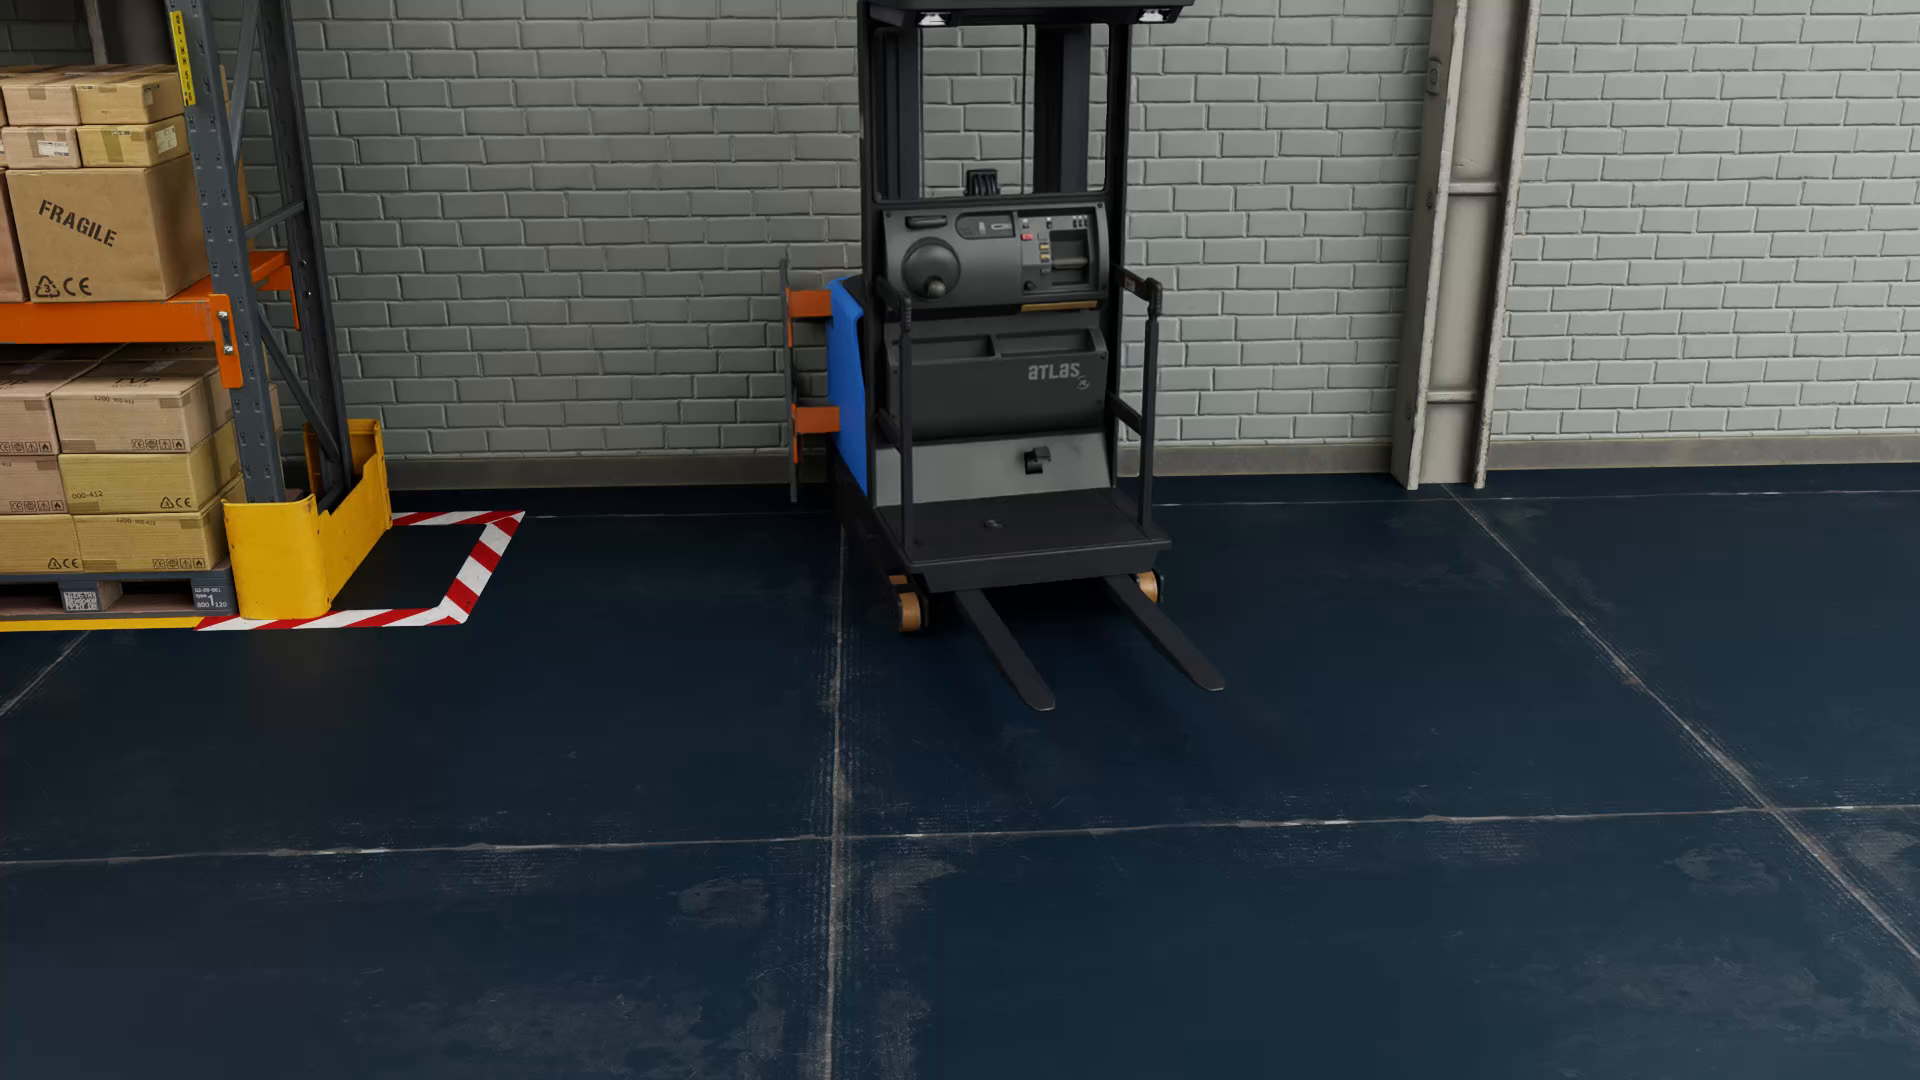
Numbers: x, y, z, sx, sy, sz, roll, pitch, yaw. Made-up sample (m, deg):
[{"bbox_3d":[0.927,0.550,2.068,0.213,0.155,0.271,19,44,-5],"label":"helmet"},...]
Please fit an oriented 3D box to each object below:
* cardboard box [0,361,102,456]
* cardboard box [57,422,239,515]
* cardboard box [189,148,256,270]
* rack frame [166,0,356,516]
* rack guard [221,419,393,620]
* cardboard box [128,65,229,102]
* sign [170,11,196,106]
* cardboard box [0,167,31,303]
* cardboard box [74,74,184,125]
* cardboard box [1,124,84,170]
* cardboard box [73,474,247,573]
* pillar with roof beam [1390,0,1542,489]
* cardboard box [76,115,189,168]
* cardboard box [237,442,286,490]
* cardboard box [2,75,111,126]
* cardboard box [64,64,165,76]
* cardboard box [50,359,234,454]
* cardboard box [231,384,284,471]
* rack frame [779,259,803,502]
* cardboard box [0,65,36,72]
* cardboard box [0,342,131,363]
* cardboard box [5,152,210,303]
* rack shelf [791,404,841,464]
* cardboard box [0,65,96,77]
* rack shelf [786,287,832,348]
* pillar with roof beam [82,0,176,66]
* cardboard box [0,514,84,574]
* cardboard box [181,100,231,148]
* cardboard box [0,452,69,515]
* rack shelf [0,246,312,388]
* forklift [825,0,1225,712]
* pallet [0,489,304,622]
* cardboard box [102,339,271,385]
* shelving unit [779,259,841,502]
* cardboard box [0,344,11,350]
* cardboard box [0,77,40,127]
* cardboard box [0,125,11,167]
[{"bbox_3d":[-3.781,-0.530,6.667,0.500,0.250,0.500,-1,21,-2],"label":"cardboard box"},{"bbox_3d":[-3.298,-0.308,6.787,0.500,0.250,0.500,-1,21,-4],"label":"cardboard box"},{"bbox_3d":[-3.340,-1.420,6.994,0.500,0.500,0.500,0,21,-1],"label":"cardboard box"},{"bbox_3d":[-2.830,-1.284,6.779,0.127,3.000,1.000,-1,21,-3],"label":"rack frame"},{"bbox_3d":[-2.806,-0.117,7.225,0.348,0.500,1.175,-1,21,-3],"label":"rack guard"},{"bbox_3d":[-3.178,-1.842,6.774,0.250,0.149,0.380,-2,21,-4],"label":"cardboard box"},{"bbox_3d":[-2.813,-1.743,6.024,0.005,0.325,0.100,-1,21,-3],"label":"sign"},{"bbox_3d":[-3.825,-1.221,6.471,0.500,0.500,0.500,-1,21,-1],"label":"cardboard box"},{"bbox_3d":[-3.176,-1.691,6.377,0.250,0.149,0.380,-1,21,-3],"label":"cardboard box"},{"bbox_3d":[-3.414,-1.512,6.324,0.250,0.149,0.380,-1,21,-2],"label":"cardboard box"},{"bbox_3d":[-3.281,-0.074,6.873,0.500,0.250,0.500,-1,21,-3],"label":"cardboard box"},{"bbox_3d":[2.659,-2.987,2.818,0.400,9.000,9.100,-1,21,-3],"label":"pillar with roof beam"},{"bbox_3d":[-3.160,-1.528,6.366,0.250,0.149,0.380,-1,21,-2],"label":"cardboard box"},{"bbox_3d":[-3.332,-0.255,7.349,0.500,0.250,0.500,-1,21,-3],"label":"cardboard box"},{"bbox_3d":[-3.420,-1.675,6.335,0.250,0.149,0.380,-1,21,-3],"label":"cardboard box"},{"bbox_3d":[-3.447,-1.859,6.818,0.250,0.149,0.380,0,21,-1],"label":"cardboard box"},{"bbox_3d":[-3.272,-0.543,6.700,0.500,0.250,0.500,0,21,-1],"label":"cardboard box"},{"bbox_3d":[-3.311,-0.493,7.273,0.500,0.250,0.500,-1,21,-2],"label":"cardboard box"},{"bbox_3d":[-0.806,-0.751,7.962,0.032,1.125,0.500,-3,3,-2],"label":"rack frame"},{"bbox_3d":[-3.951,-1.839,6.765,0.250,0.149,0.380,-1,21,-3],"label":"cardboard box"},{"bbox_3d":[-3.819,-0.709,7.136,0.500,0.250,0.500,-1,21,-3],"label":"cardboard box"},{"bbox_3d":[-3.306,-1.228,6.490,0.500,0.500,0.500,-2,21,-4],"label":"cardboard box"},{"bbox_3d":[-0.288,-0.530,7.994,1.000,0.278,0.538,-3,3,-2],"label":"rack shelf"},{"bbox_3d":[-3.704,-1.839,6.764,0.250,0.149,0.380,-1,21,-2],"label":"cardboard box"},{"bbox_3d":[-0.311,-1.066,7.963,1.000,0.278,0.538,-3,3,-2],"label":"rack shelf"},{"bbox_3d":[-3.331,-2.865,2.498,0.400,9.000,9.100,-1,21,-3],"label":"pillar with roof beam"},{"bbox_3d":[-3.778,-0.067,6.856,0.500,0.250,0.500,-1,21,-3],"label":"cardboard box"},{"bbox_3d":[-3.184,-1.720,6.869,0.250,0.149,0.380,-2,21,-4],"label":"cardboard box"},{"bbox_3d":[-3.799,-0.302,6.770,0.500,0.250,0.500,-1,21,-4],"label":"cardboard box"},{"bbox_3d":[-4.827,-0.908,6.800,4.000,0.370,1.077,-1,21,-3],"label":"rack shelf"},{"bbox_3d":[0.205,-1.148,6.517,1.130,2.935,3.031,-5,21,-13],"label":"forklift"},{"bbox_3d":[-3.591,0.049,7.195,1.213,0.211,1.003,-1,21,-3],"label":"pallet"},{"bbox_3d":[-3.321,-0.720,7.166,0.500,0.250,0.500,-1,21,-4],"label":"cardboard box"},{"bbox_3d":[-0.298,-0.774,7.980,1.048,1.125,0.538,-3,3,-2],"label":"shelving unit"},{"bbox_3d":[-4.319,-0.703,7.120,0.500,0.250,0.500,-1,21,-3],"label":"cardboard box"},{"bbox_3d":[-3.680,-1.660,6.295,0.250,0.149,0.380,-1,21,-2],"label":"cardboard box"},{"bbox_3d":[-3.676,-1.528,6.368,0.250,0.149,0.380,-1,21,-2],"label":"cardboard box"}]
